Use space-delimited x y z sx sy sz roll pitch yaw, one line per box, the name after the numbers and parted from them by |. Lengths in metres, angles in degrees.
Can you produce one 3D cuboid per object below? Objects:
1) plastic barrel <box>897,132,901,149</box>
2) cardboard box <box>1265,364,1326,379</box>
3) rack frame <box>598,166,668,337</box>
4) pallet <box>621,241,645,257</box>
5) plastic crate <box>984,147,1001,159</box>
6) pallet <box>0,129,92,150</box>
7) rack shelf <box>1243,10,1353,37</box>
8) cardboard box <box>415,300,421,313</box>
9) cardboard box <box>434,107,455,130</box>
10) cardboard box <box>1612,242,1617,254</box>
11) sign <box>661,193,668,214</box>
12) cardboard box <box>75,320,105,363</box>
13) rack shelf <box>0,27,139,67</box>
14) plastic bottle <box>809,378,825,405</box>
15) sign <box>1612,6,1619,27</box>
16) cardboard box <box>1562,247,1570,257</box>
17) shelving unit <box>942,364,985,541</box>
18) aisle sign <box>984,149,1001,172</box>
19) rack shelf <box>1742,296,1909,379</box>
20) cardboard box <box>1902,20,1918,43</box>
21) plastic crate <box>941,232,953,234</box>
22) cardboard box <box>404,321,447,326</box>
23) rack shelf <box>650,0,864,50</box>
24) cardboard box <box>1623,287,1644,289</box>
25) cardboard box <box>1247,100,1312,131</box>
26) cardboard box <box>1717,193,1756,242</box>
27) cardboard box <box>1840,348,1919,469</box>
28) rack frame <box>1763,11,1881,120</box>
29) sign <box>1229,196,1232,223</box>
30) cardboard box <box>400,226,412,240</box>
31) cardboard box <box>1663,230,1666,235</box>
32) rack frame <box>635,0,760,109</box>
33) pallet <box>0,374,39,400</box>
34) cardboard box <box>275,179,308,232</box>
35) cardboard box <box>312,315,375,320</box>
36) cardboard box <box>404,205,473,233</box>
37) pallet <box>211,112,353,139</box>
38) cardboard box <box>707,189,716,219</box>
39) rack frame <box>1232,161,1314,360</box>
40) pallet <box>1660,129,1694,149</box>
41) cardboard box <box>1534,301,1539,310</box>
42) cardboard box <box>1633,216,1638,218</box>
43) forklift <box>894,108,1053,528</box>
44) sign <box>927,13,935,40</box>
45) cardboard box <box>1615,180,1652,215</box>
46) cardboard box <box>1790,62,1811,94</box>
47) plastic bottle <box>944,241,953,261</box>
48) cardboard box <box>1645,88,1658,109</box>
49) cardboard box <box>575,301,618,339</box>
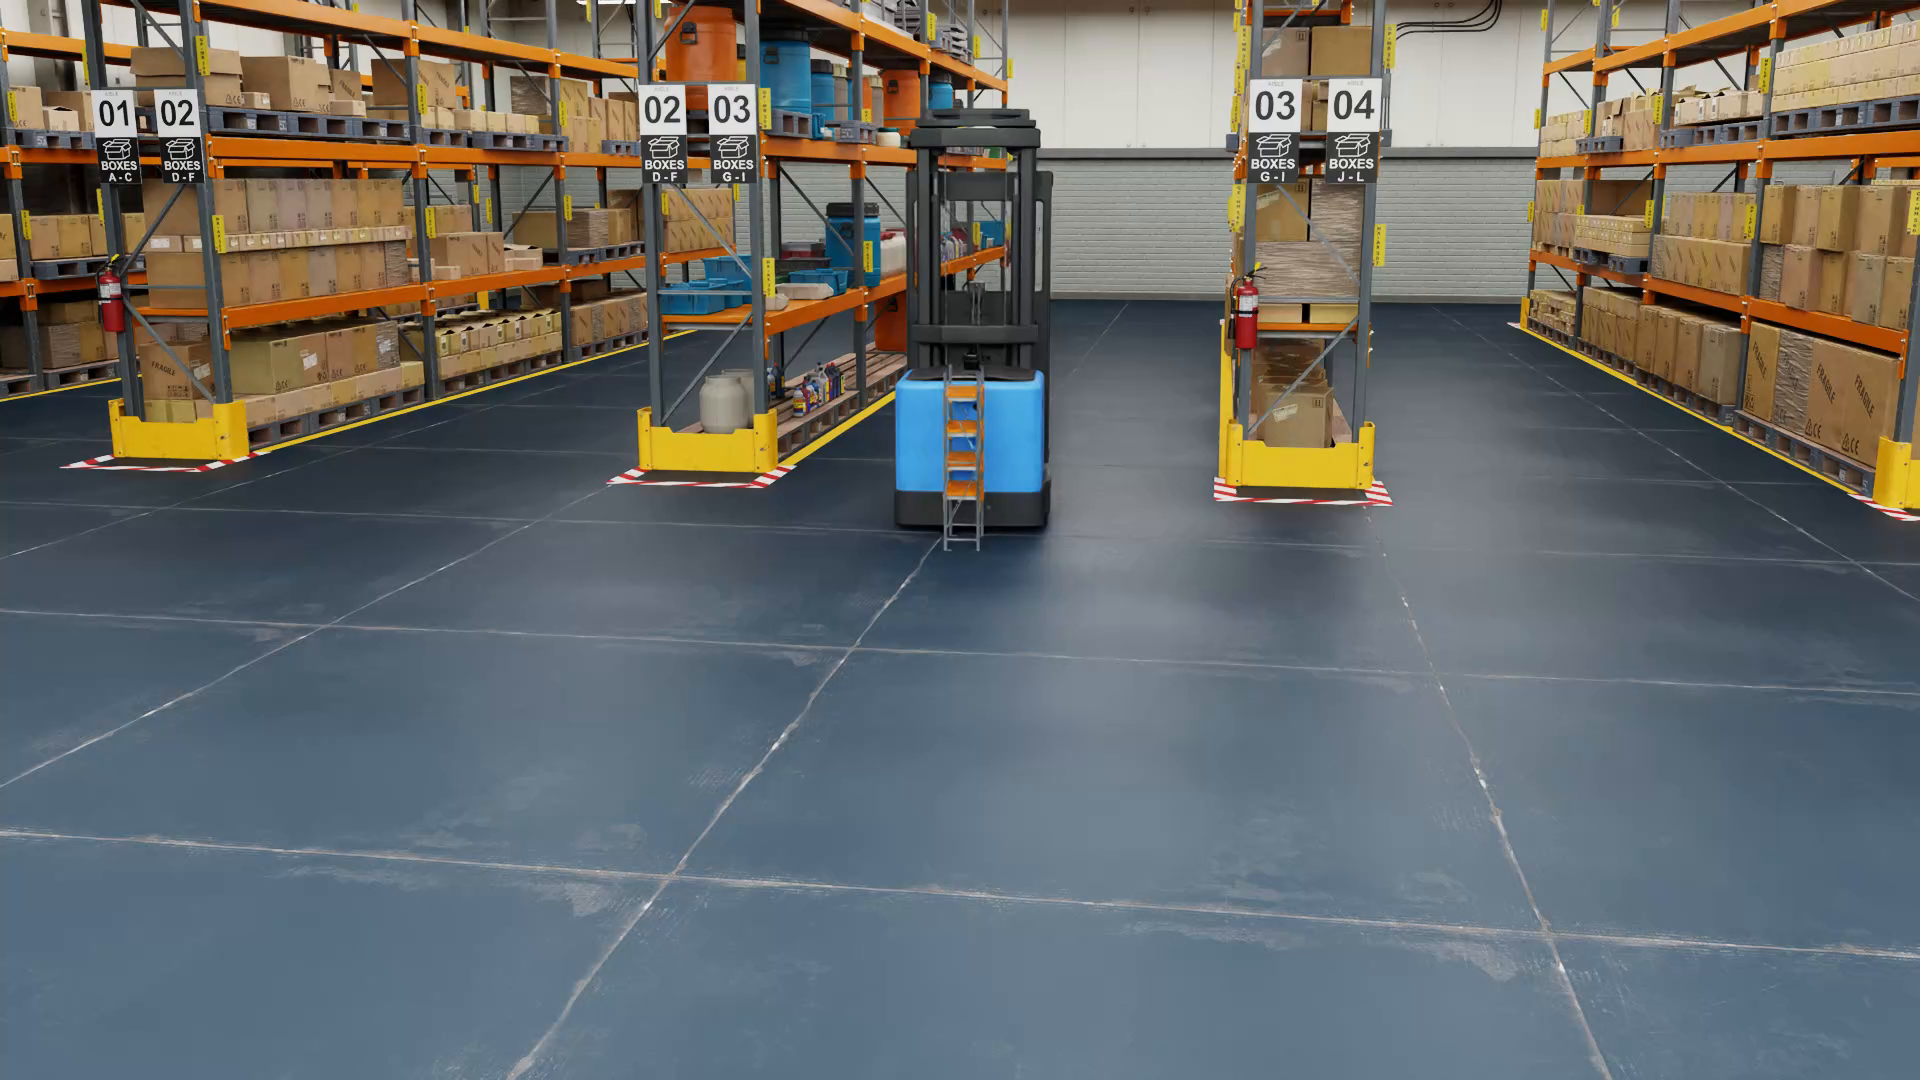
-0.895 -5.077 21.178 0.294 0.245 0.294 0 12 0 | plastic barrel
3.171 -1.396 15.788 0.500 0.500 0.500 1 12 4 | cardboard box
-5.187 -4.733 26.336 1.000 3.000 0.127 2 12 9 | rack frame
-5.417 -4.476 25.601 1.003 0.211 1.213 2 12 9 | pallet
0.453 -6.553 28.162 0.450 0.188 0.336 2 12 9 | plastic crate
-11.112 -4.727 19.634 1.213 0.211 1.003 2 12 9 | pallet
3.678 -5.548 18.533 1.077 0.370 4.000 2 12 9 | rack shelf
-9.704 -4.240 28.983 0.700 0.500 0.500 2 12 10 | cardboard box
-6.231 -4.908 19.389 0.500 0.250 0.500 1 12 3 | cardboard box
8.614 -3.754 21.392 0.380 0.149 0.250 2 12 8 | cardboard box
-4.638 -5.282 26.134 0.100 0.325 0.005 2 12 9 | sign
-11.186 -2.484 20.787 0.700 0.500 0.500 2 12 8 | cardboard box
-11.005 -6.029 20.767 1.077 0.370 4.000 2 12 9 | rack shelf
-1.446 -1.506 16.781 0.152 0.276 0.135 2 12 10 | plastic bottle
10.647 -8.507 27.013 0.100 0.325 0.005 2 12 9 | sign
9.408 -4.395 25.364 0.380 0.149 0.250 1 12 6 | cardboard box
0.028 -0.560 11.245 0.258 1.200 0.499 1 12 4 | shelving unit
0.623 -6.681 29.203 0.394 0.787 0.004 2 12 9 | aisle sign
7.949 -1.796 14.416 1.077 0.370 4.000 2 12 9 | rack shelf
7.397 -3.852 12.597 0.380 0.149 0.250 2 12 9 | cardboard box
-0.142 -5.174 28.638 0.416 0.233 0.300 2 12 9 | plastic crate
-6.485 -2.509 20.214 0.500 0.311 0.500 2 12 8 | cardboard box
-1.831 -4.876 15.414 1.077 0.370 4.000 2 12 9 | rack shelf
9.622 -3.416 23.382 0.500 0.250 0.500 2 12 7 | cardboard box
2.579 -3.415 13.455 0.500 0.250 0.500 2 12 10 | cardboard box
8.482 -3.418 17.622 0.700 0.500 0.500 2 12 9 | cardboard box
7.680 -1.042 13.253 0.875 0.875 0.875 2 12 9 | cardboard box
8.256 -5.497 15.640 1.000 3.000 0.127 2 12 9 | rack frame
3.437 -4.162 20.937 0.100 0.325 0.005 2 12 9 | sign
-6.247 -3.370 18.235 0.380 0.149 0.250 2 12 9 | cardboard box
9.299 -3.936 21.528 0.380 0.149 0.250 2 12 9 | cardboard box
-2.138 -5.007 13.364 1.000 3.000 0.127 2 12 9 | rack frame
-11.381 -1.723 18.989 1.003 0.211 1.213 2 12 9 | pallet
-6.787 -3.241 16.093 0.700 0.500 0.500 2 12 9 | cardboard box
-6.798 -2.209 18.374 0.500 0.500 0.500 2 12 9 | cardboard box
-9.535 -5.766 30.415 0.980 0.700 0.700 2 12 11 | cardboard box
-6.713 -4.059 16.299 1.003 0.211 1.213 2 12 9 | pallet
-4.520 -5.789 28.623 0.500 0.500 0.500 2 12 10 | cardboard box
3.986 -3.579 20.979 1.000 3.000 0.127 2 12 9 | rack frame
8.825 -4.635 19.210 1.213 0.211 1.003 2 12 11 | pallet
9.670 -3.863 27.364 0.380 0.149 0.250 2 12 8 | cardboard box
9.536 -4.403 22.993 0.380 0.149 0.250 1 12 7 | cardboard box
9.206 -2.083 14.203 18.991 2.935 7.136 1 12 4 | forklift
-0.363 -6.498 21.050 0.100 0.325 0.005 2 12 9 | sign
9.797 -4.999 24.251 0.500 0.500 0.500 2 12 10 | cardboard box
7.828 -4.159 14.968 0.500 0.250 0.500 2 12 8 | cardboard box
-0.188 -4.210 24.201 0.152 0.276 0.135 2 12 9 | plastic bottle
8.741 -5.486 20.656 0.396 0.266 0.258 2 12 9 | cardboard box
-5.292 -3.192 24.076 0.500 0.500 0.500 2 12 8 | cardboard box
